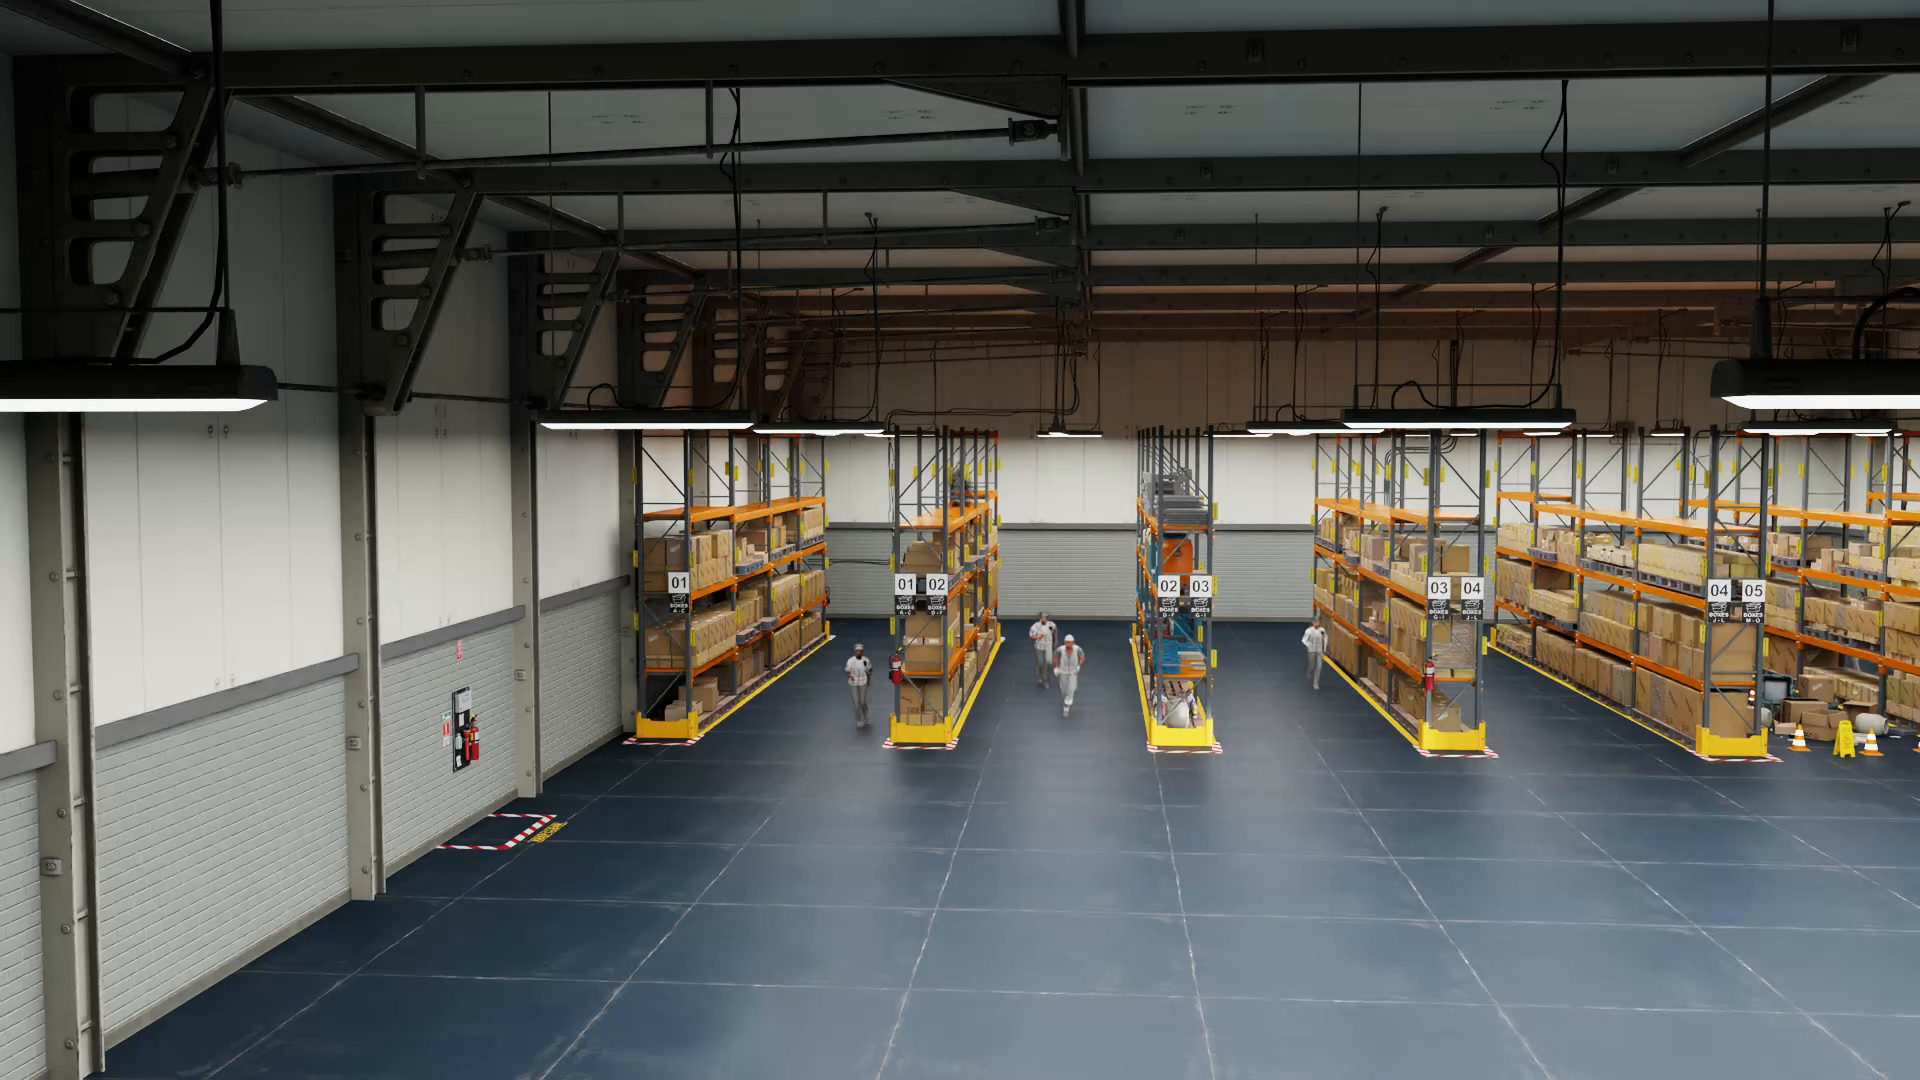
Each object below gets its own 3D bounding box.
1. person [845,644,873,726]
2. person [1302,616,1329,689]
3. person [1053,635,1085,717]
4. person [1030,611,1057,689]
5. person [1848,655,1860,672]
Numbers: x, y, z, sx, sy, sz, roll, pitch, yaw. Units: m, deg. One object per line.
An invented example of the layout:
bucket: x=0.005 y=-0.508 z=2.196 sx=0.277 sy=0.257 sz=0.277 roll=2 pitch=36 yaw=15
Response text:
person: x=-2.023 y=2.895 z=33.145 sx=0.558 sy=1.667 sz=0.569 roll=0 pitch=3 yaw=-2
person: x=8.249 y=2.596 z=38.574 sx=0.628 sy=1.693 sz=0.761 roll=0 pitch=3 yaw=1
person: x=2.265 y=2.805 z=34.681 sx=0.657 sy=1.717 sz=0.887 roll=0 pitch=3 yaw=-3
person: x=1.938 y=2.536 z=38.579 sx=0.687 sy=1.831 sz=0.876 roll=0 pitch=3 yaw=-8
person: x=21.280 y=2.414 z=39.890 sx=0.688 sy=1.781 sz=0.950 roll=0 pitch=3 yaw=0
